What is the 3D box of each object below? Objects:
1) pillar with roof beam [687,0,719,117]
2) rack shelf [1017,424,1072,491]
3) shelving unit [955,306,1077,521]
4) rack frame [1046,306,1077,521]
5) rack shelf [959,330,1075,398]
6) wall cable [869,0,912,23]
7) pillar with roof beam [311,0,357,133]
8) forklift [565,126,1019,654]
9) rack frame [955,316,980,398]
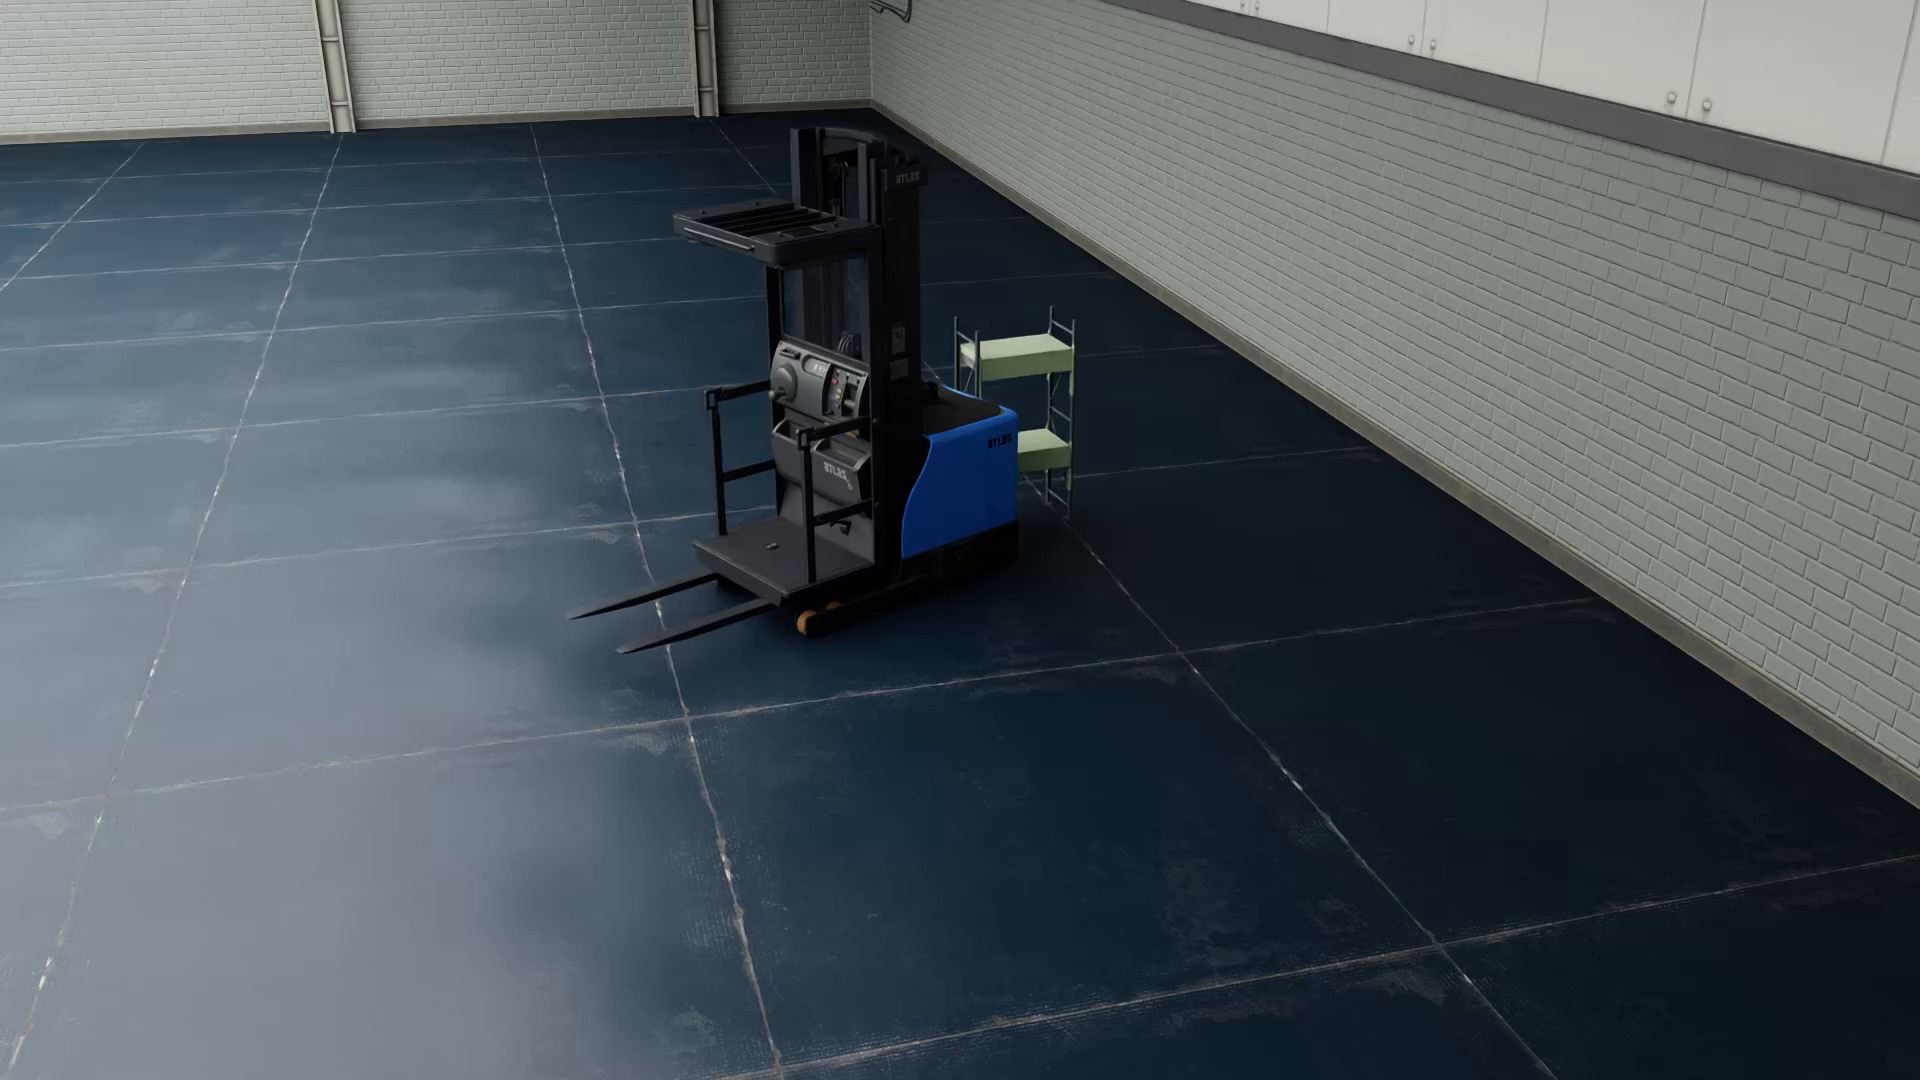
[{"bbox_3d":[-3.254,-9.907,23.426,0.400,9.000,9.100,-6,24,-14],"label":"pillar with roof beam"},{"bbox_3d":[0.388,-0.548,11.952,0.720,0.370,0.431,-9,25,-21],"label":"rack shelf"},{"bbox_3d":[0.388,-0.848,11.824,0.755,1.500,0.431,-9,25,-21],"label":"shelving unit"},{"bbox_3d":[0.726,-0.903,11.952,0.023,1.500,0.400,-9,25,-21],"label":"rack frame"},{"bbox_3d":[0.388,-1.206,11.670,0.720,0.370,0.431,-9,25,-21],"label":"rack shelf"},{"bbox_3d":[-1.223,-9.926,27.409,0.112,2.526,3.097,-6,24,-14],"label":"wall cable"},{"bbox_3d":[-9.031,-9.268,21.937,0.400,9.000,9.100,-6,24,-14],"label":"pillar with roof beam"},{"bbox_3d":[-1.042,-0.975,10.305,3.031,2.935,1.130,-19,30,-37],"label":"forklift"},{"bbox_3d":[0.049,-0.793,11.695,0.023,1.500,0.400,-9,25,-21],"label":"rack frame"}]
